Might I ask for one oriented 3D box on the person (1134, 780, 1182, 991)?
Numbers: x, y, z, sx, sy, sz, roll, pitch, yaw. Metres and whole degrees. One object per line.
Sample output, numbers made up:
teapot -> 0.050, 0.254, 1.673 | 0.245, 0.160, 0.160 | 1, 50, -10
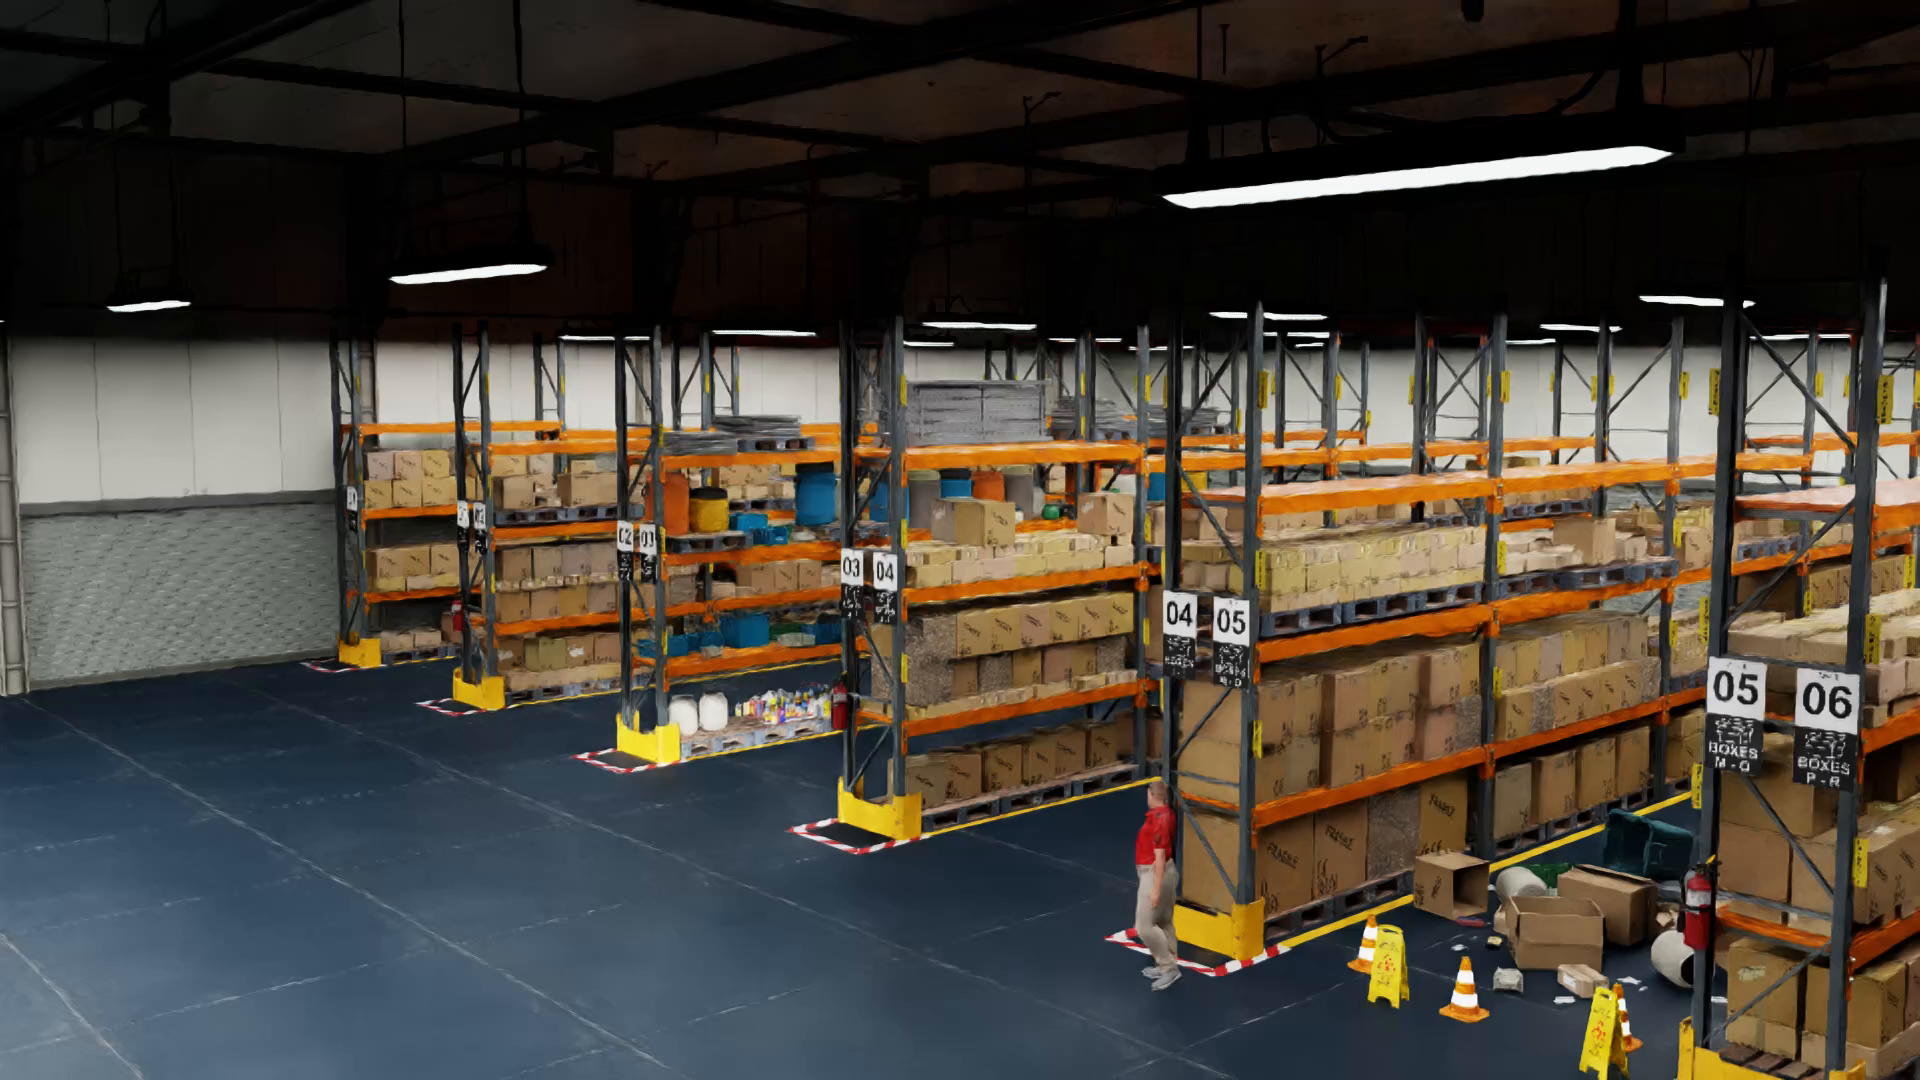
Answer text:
person -> 1.690, 2.904, 14.135 | 0.430, 1.720, 0.652 | 2, 6, 17
